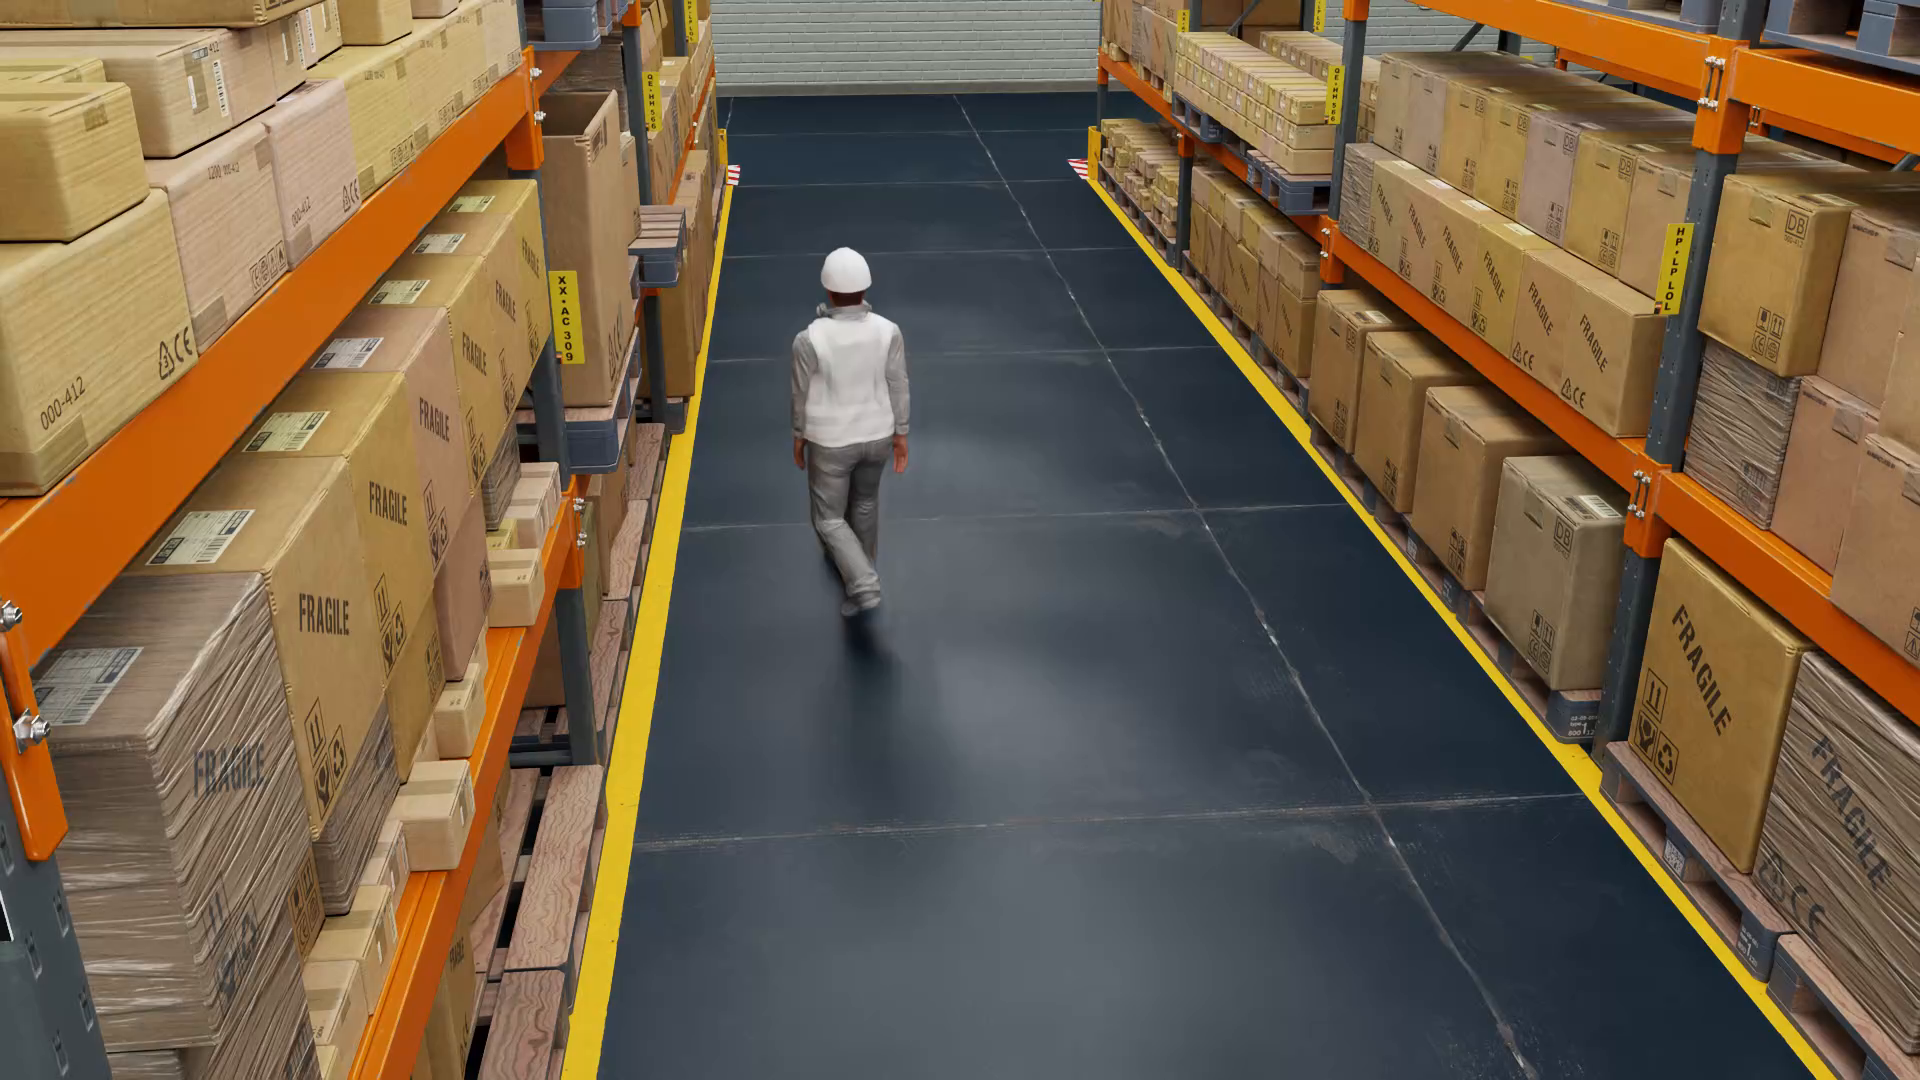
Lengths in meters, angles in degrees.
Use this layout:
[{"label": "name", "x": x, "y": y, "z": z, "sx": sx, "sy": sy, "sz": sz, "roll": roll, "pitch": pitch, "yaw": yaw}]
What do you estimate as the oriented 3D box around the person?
[{"label": "person", "x": -5.289, "y": -2.425, "z": 7.060, "sx": 8.750, "sy": 5.793, "sz": 10.837, "roll": -11, "pitch": 26, "yaw": -24}]
